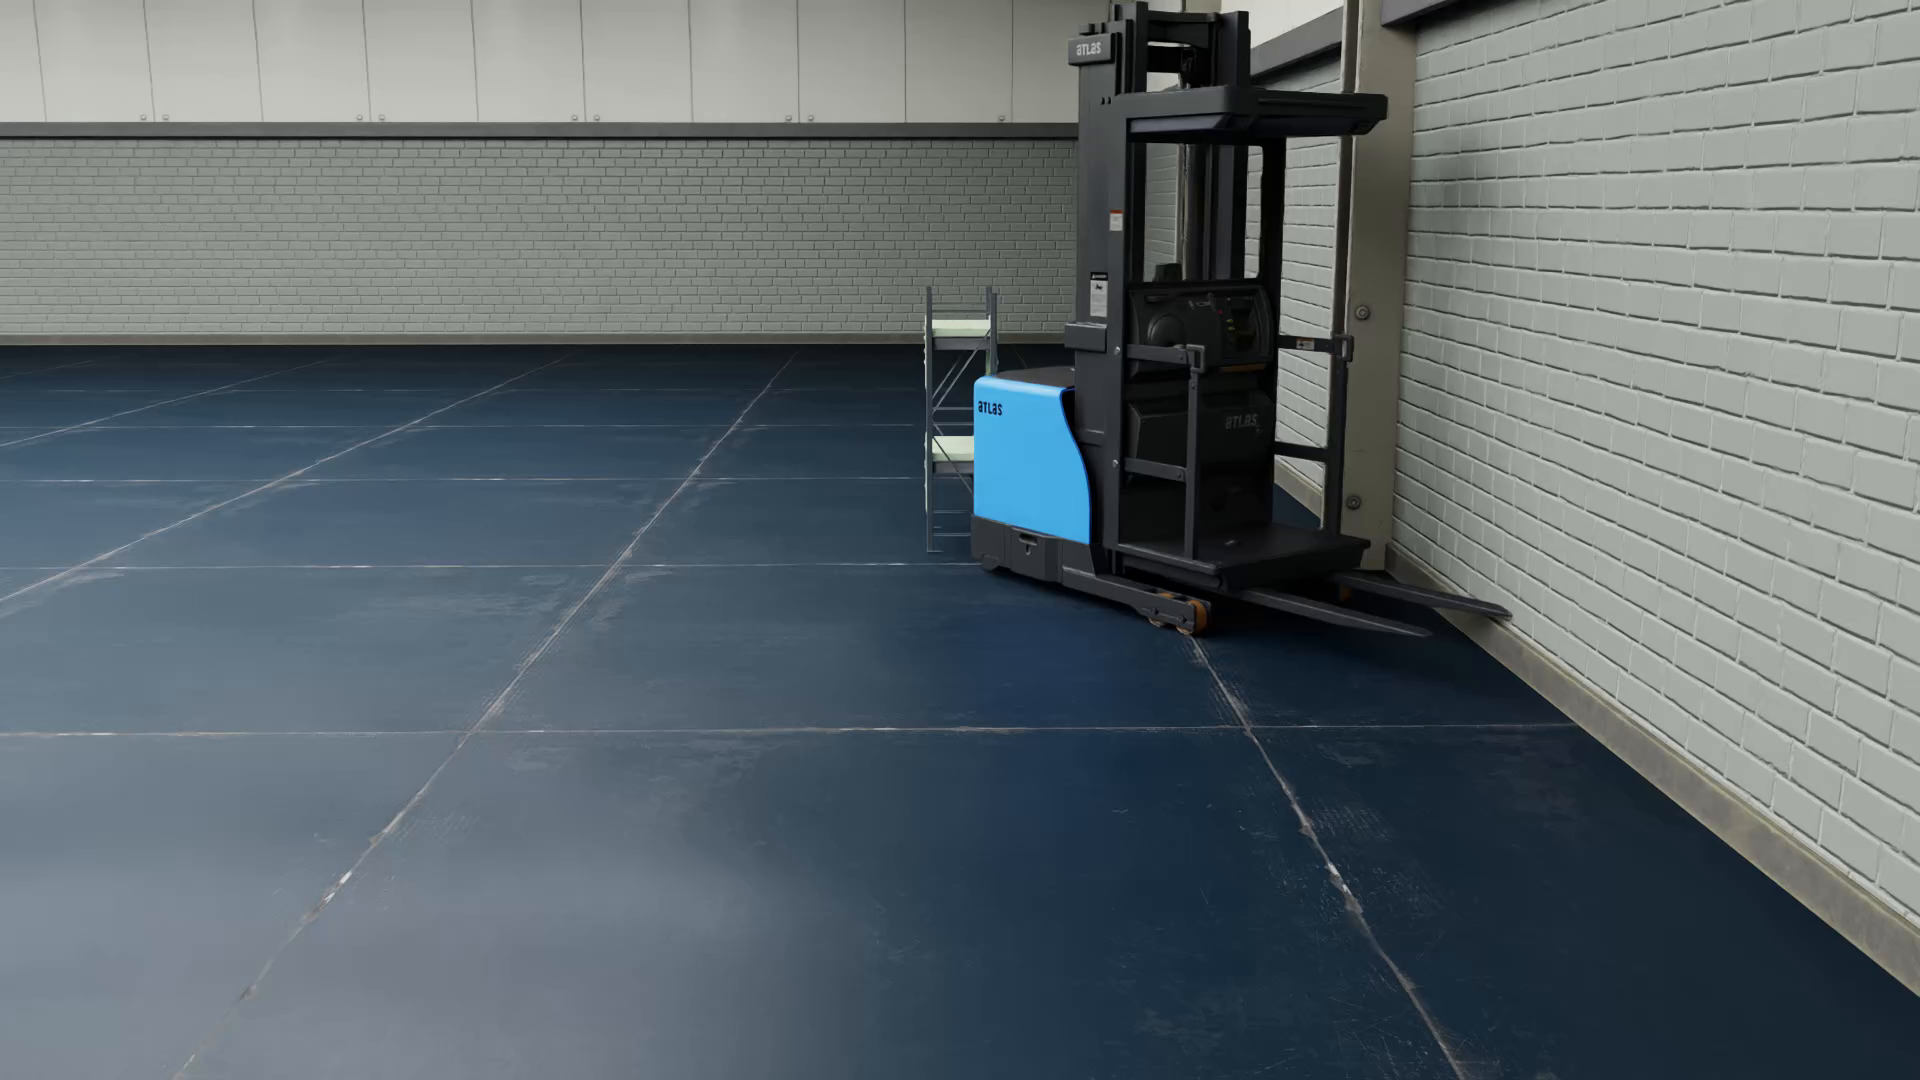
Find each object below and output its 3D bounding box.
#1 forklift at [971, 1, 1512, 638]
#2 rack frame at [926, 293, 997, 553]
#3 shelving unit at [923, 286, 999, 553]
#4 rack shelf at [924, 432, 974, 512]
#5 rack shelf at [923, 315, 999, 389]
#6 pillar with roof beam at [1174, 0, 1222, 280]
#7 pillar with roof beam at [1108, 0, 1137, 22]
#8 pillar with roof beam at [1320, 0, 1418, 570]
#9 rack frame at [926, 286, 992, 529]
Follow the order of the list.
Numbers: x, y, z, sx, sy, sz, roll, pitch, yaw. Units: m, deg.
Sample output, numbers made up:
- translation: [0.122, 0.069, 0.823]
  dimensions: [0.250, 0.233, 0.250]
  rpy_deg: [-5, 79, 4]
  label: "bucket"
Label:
- translation: [1.330, -1.097, 8.095]
  dimensions: [1.130, 2.935, 3.031]
  rpy_deg: [-8, 14, -35]
  label: "forklift"
- translation: [0.007, -0.664, 9.558]
  dimensions: [0.400, 1.500, 0.023]
  rpy_deg: [0, 11, -1]
  label: "rack frame"
- translation: [0.000, -0.736, 9.917]
  dimensions: [0.431, 1.500, 0.755]
  rpy_deg: [0, 11, -1]
  label: "shelving unit"
- translation: [0.000, -0.417, 9.981]
  dimensions: [0.431, 0.370, 0.720]
  rpy_deg: [0, 11, -1]
  label: "rack shelf"
- translation: [0.000, -1.119, 9.839]
  dimensions: [0.431, 0.370, 0.720]
  rpy_deg: [0, 11, -1]
  label: "rack shelf"
- translation: [-2.191, -5.459, 14.333]
  dimensions: [9.100, 9.000, 0.400]
  rpy_deg: [0, 11, -1]
  label: "pillar with roof beam"
- translation: [-2.315, -6.651, 20.212]
  dimensions: [9.100, 9.000, 0.400]
  rpy_deg: [0, 11, -1]
  label: "pillar with roof beam"
- translation: [-2.067, -4.266, 8.454]
  dimensions: [9.100, 9.000, 0.400]
  rpy_deg: [0, 11, -1]
  label: "pillar with roof beam"
- translation: [-0.008, -0.809, 10.275]
  dimensions: [0.400, 1.500, 0.023]
  rpy_deg: [0, 11, -1]
  label: "rack frame"
